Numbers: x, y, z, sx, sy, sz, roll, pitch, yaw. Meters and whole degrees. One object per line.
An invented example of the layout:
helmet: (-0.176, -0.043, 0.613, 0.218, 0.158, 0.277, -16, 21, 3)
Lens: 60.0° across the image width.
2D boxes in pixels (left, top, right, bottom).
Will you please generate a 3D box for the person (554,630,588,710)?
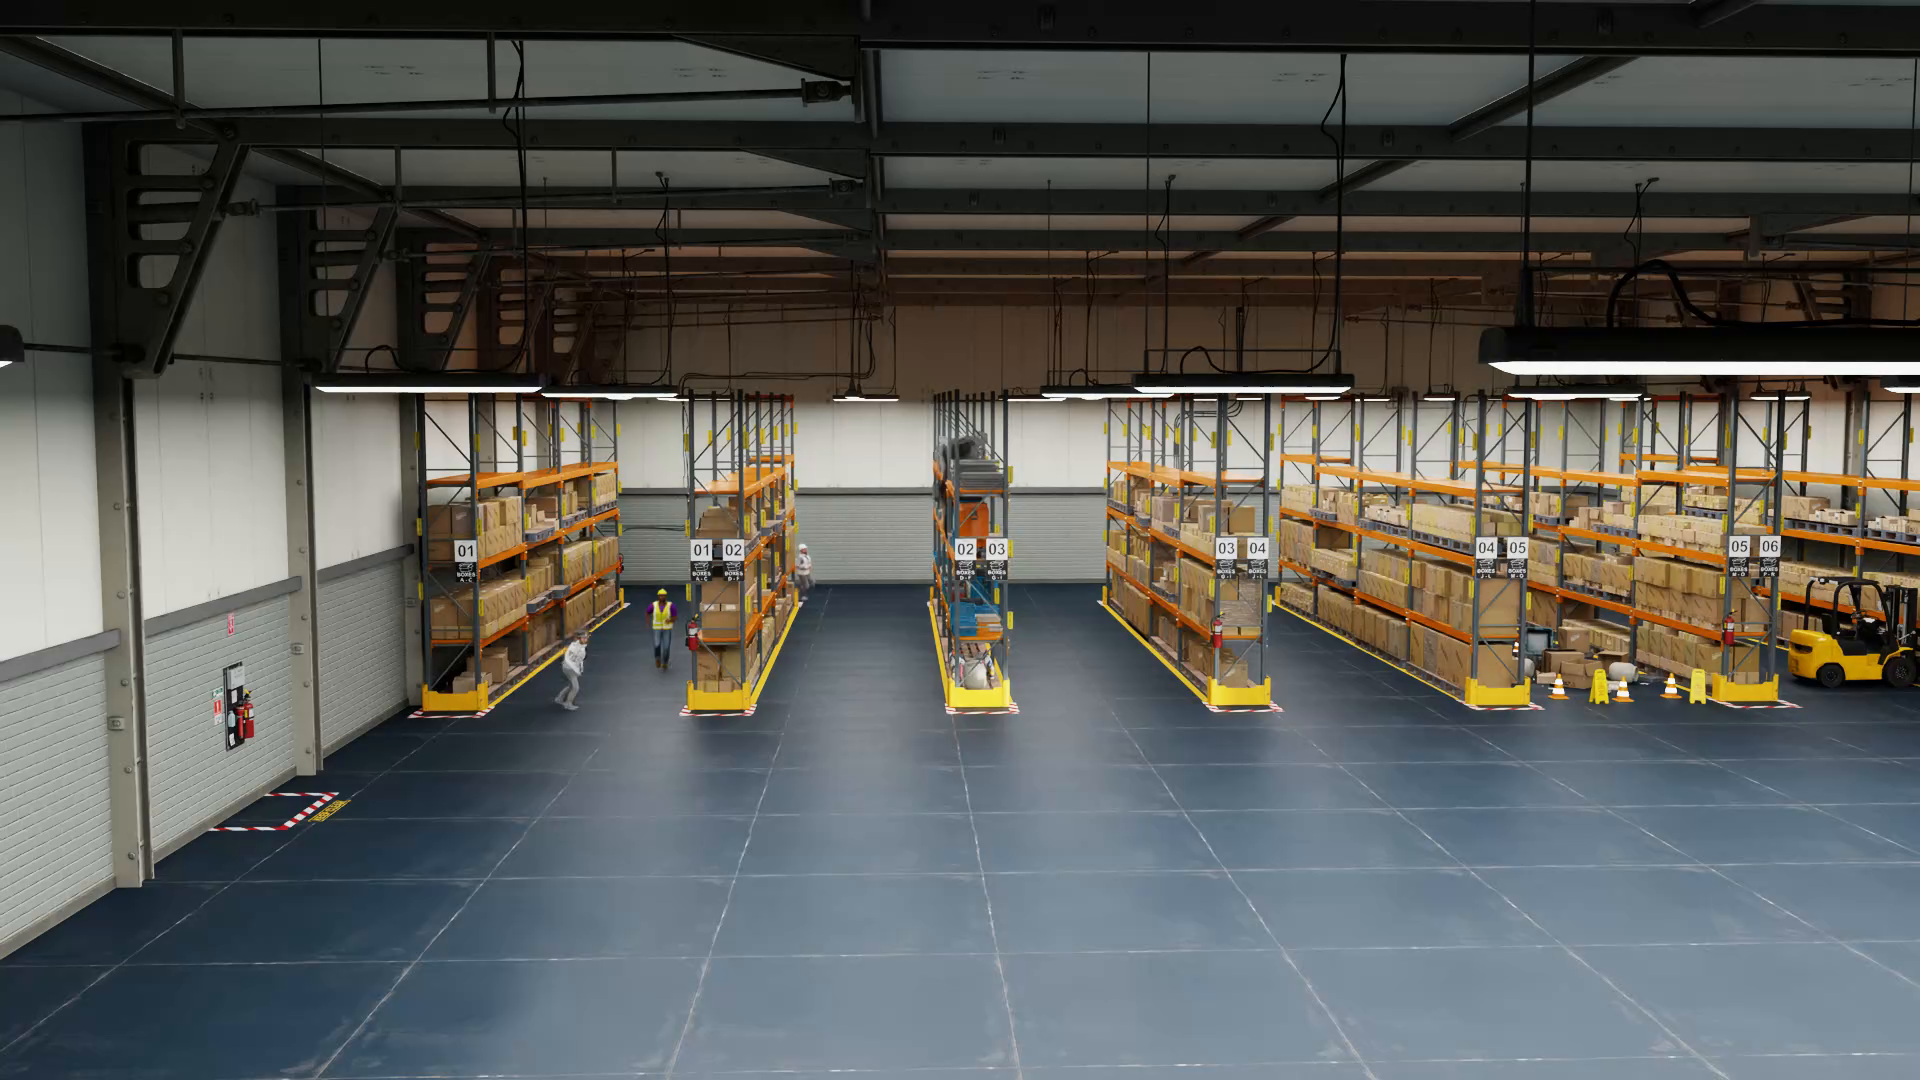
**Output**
person: (-7.290, 2.422, 31.216, 0.828, 1.520, 0.535, 1, 5, 13)

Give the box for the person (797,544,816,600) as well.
person: (-4.509, 0.929, 48.331, 0.560, 1.673, 0.655, 2, 5, 22)

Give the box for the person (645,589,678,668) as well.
person: (-6.429, 1.920, 35.804, 0.702, 1.721, 0.634, -1, 5, -7)
